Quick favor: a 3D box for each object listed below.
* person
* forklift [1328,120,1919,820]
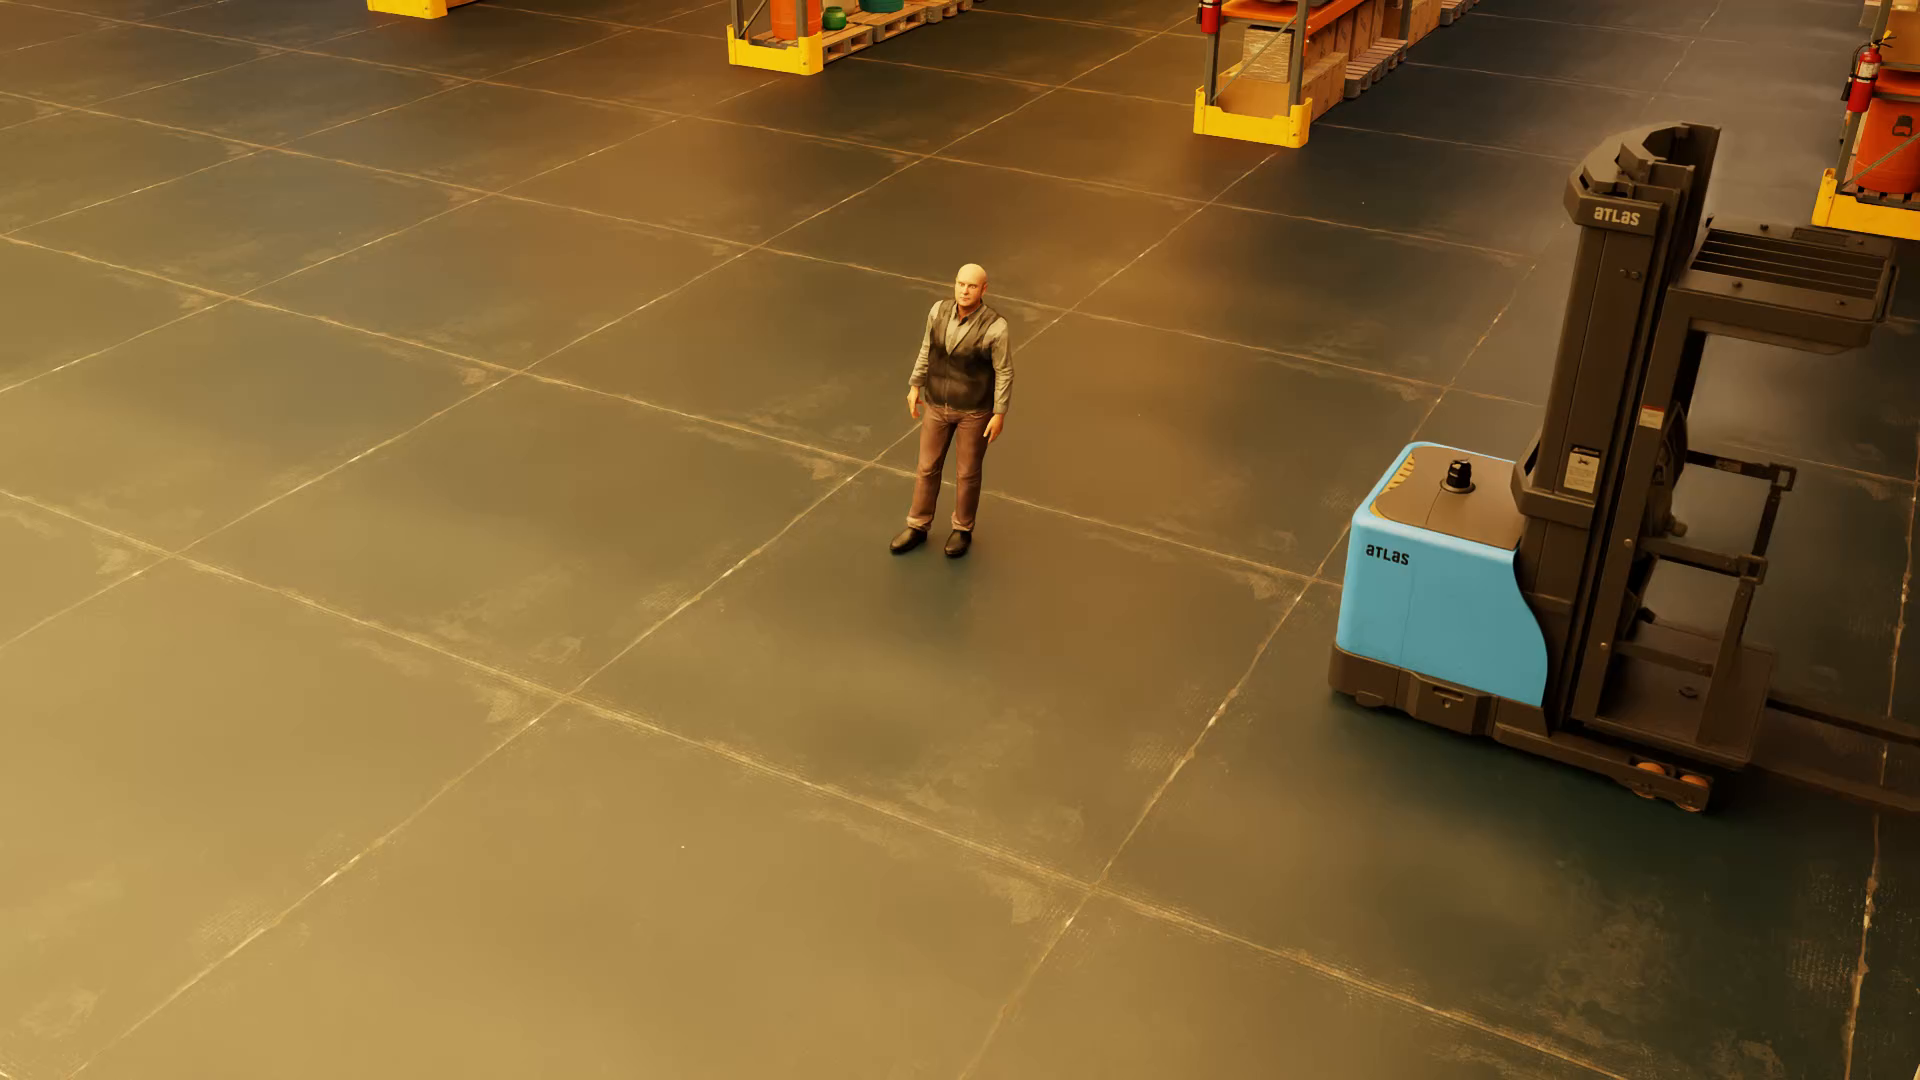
[{"bbox_3d":[-0.037,-0.726,9.524,0.634,1.722,0.566,15,33,25],"label":"person"},{"bbox_3d":[3.436,-0.302,7.594,3.031,2.935,1.130,16,34,26],"label":"forklift"}]
